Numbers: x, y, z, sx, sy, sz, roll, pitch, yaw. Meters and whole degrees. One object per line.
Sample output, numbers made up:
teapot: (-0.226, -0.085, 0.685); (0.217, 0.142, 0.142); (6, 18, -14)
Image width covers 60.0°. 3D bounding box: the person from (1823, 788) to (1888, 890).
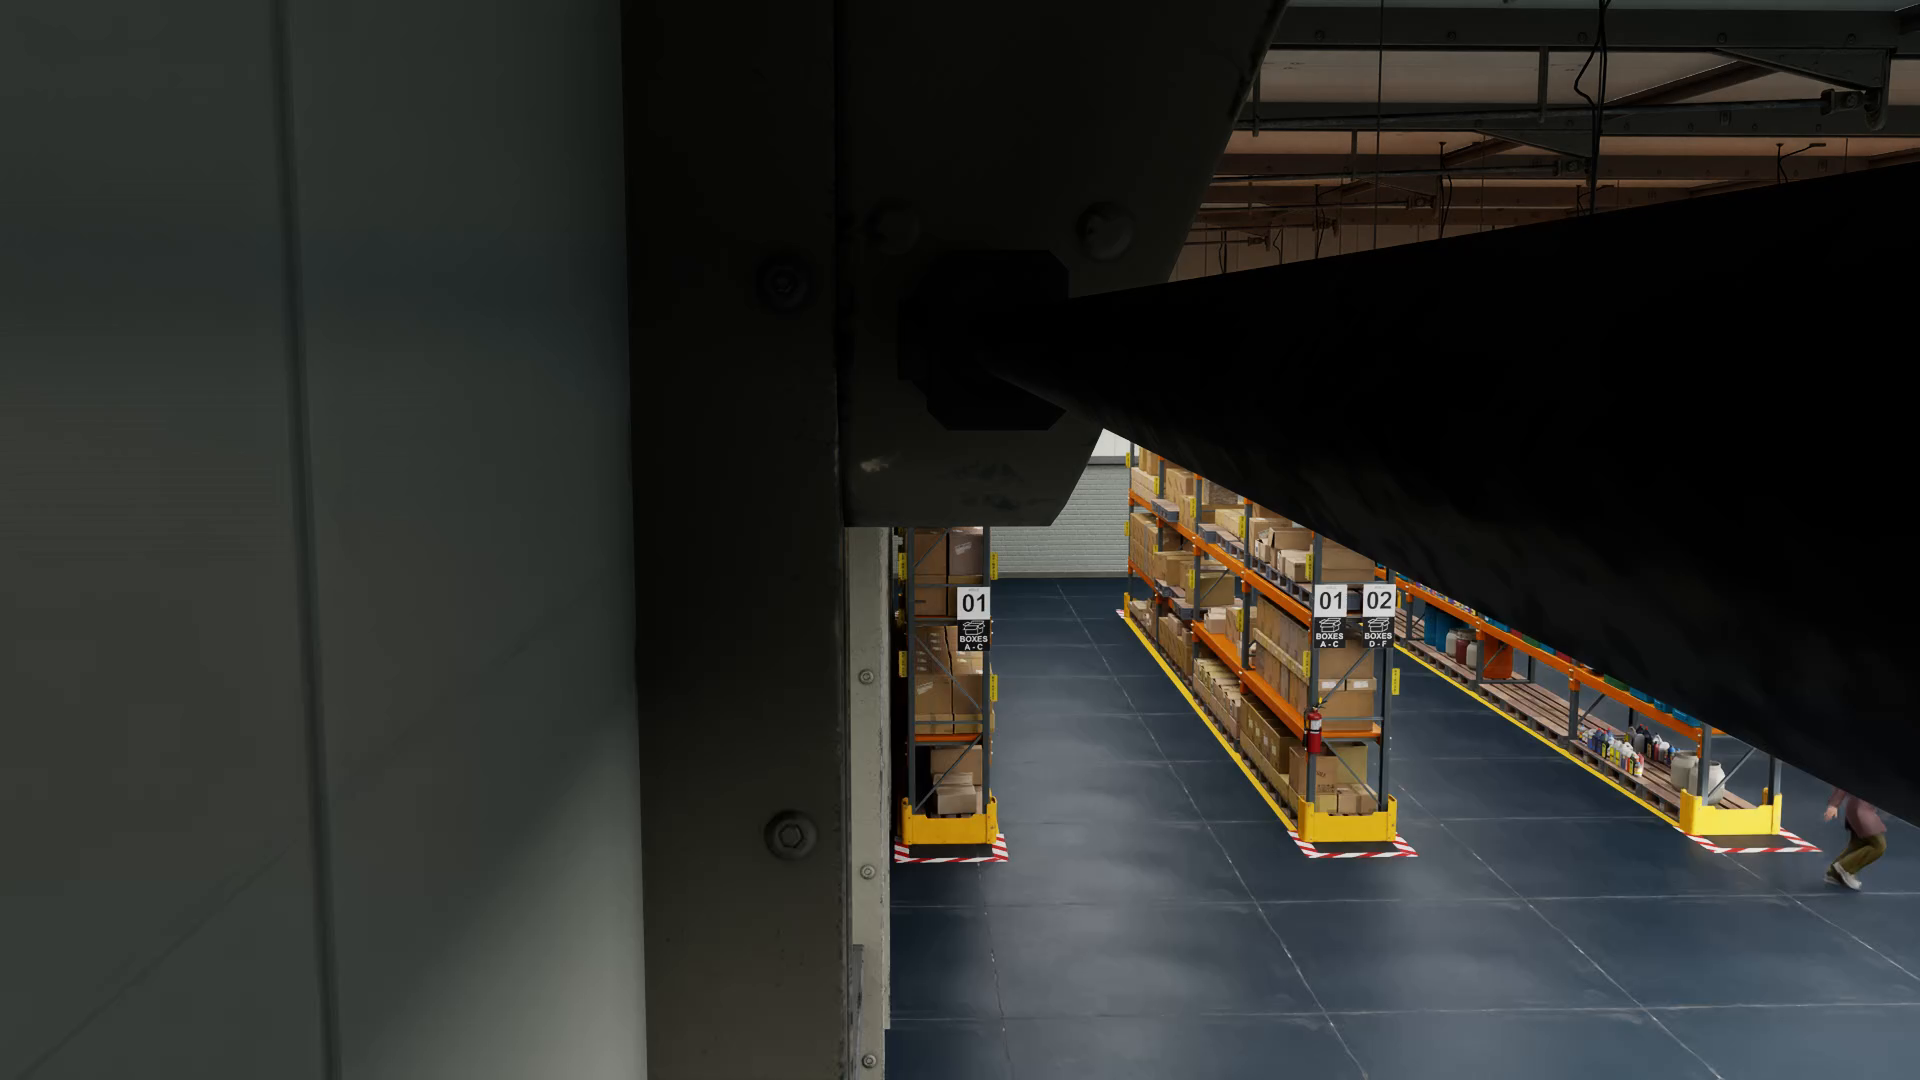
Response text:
person: (10.208, 3.083, 18.641); (0.836, 1.726, 0.696); (6, 9, 37)
